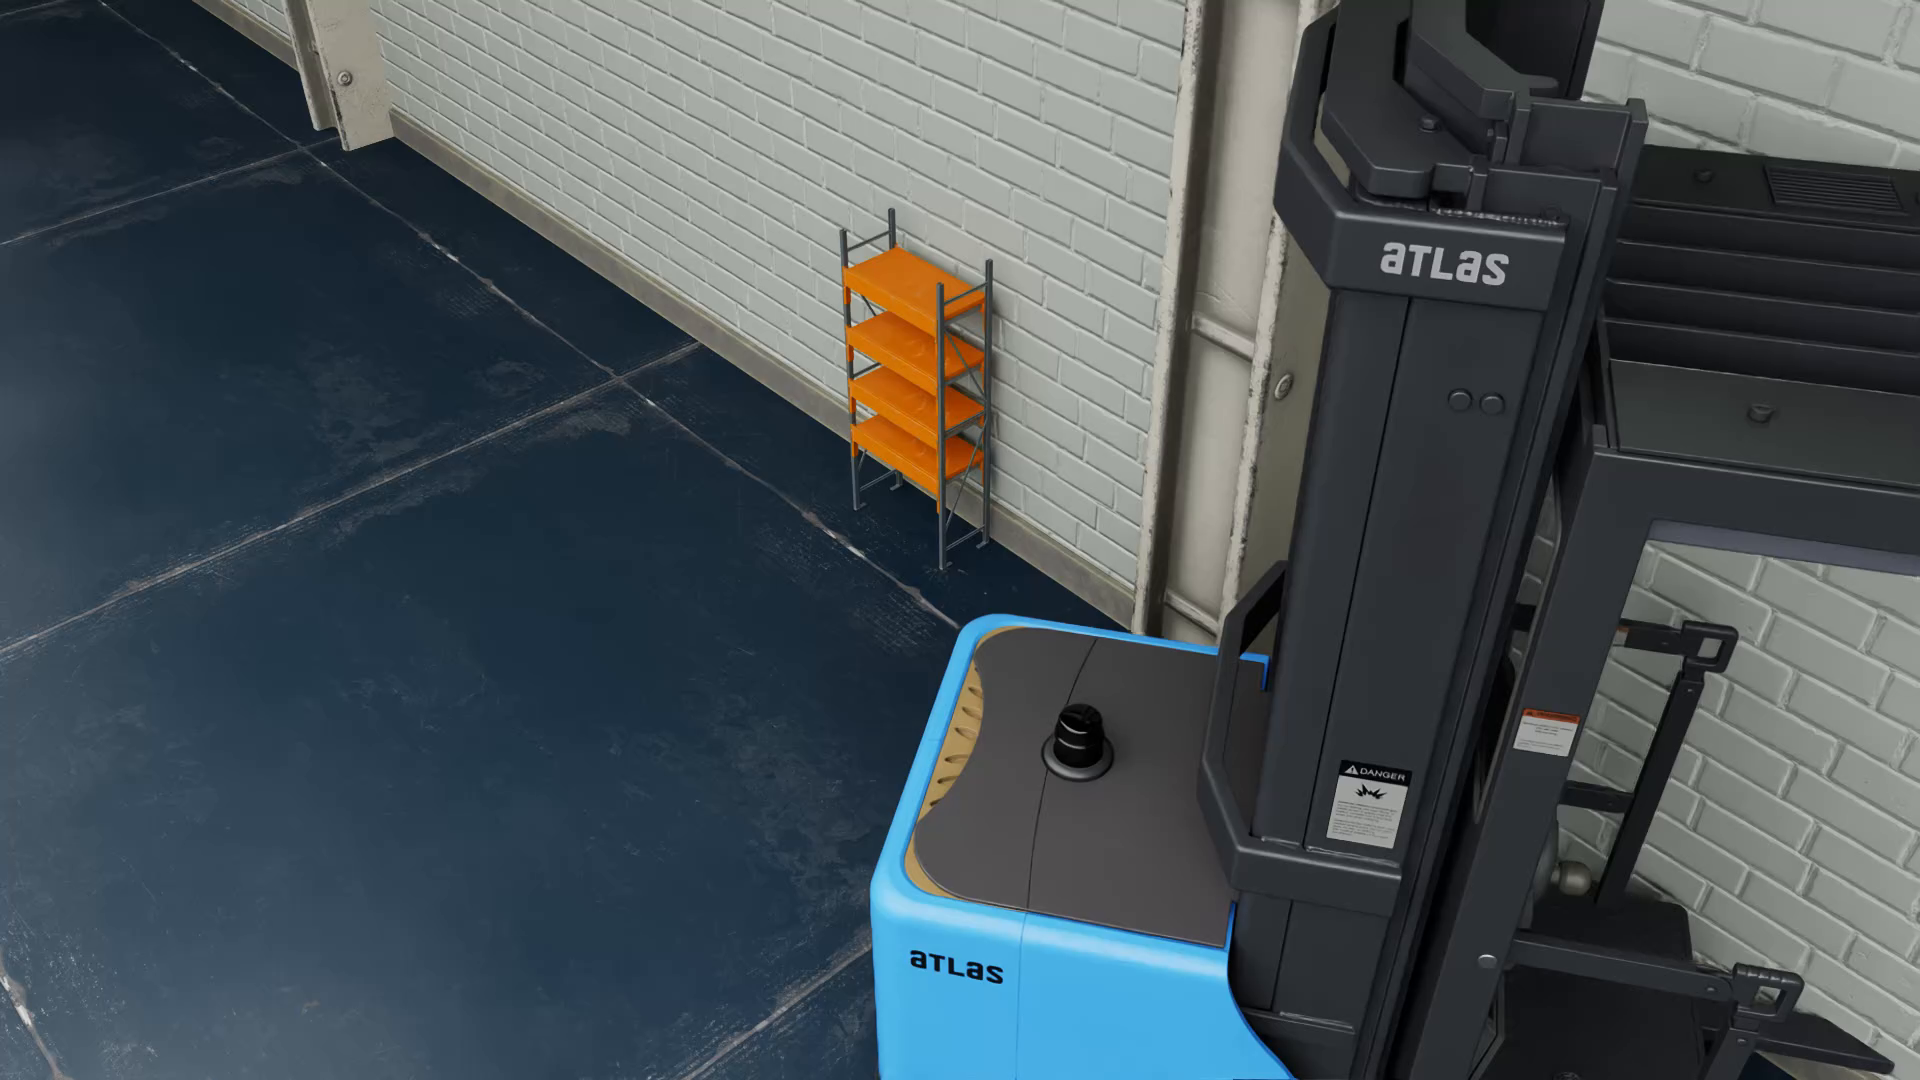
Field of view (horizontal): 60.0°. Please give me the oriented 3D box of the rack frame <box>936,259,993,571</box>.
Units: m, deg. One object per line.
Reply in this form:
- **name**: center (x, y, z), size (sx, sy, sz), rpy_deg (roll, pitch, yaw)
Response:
- **rack frame**: center (0.017, -0.409, 5.801), size (0.240, 1.200, 0.015), rpy_deg (-30, 48, -32)

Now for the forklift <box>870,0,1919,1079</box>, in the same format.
- **forklift**: center (1.361, 0.382, 3.444), size (3.031, 2.935, 1.130), rpy_deg (9, 40, 10)

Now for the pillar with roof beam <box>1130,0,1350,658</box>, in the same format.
- **pillar with roof beam**: center (-2.375, -1.107, 0.459), size (9.100, 9.000, 0.400), rpy_deg (-30, 48, -32)

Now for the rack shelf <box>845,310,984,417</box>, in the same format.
- **rack shelf**: center (-0.150, -0.642, 5.841), size (0.258, 0.148, 0.480), rpy_deg (-30, 48, -32)

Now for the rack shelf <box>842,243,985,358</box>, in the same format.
- **rack shelf**: center (-0.150, -0.826, 5.692), size (0.258, 0.148, 0.480), rpy_deg (-30, 48, -32)

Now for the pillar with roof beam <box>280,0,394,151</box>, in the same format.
- **pillar with roof beam**: center (-6.433, -3.884, 3.897), size (9.100, 9.000, 0.400), rpy_deg (-30, 48, -32)

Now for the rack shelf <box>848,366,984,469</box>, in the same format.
- **rack shelf**: center (-0.150, -0.468, 5.982), size (0.258, 0.148, 0.480), rpy_deg (-30, 48, -32)

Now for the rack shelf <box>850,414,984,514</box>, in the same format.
- **rack shelf**: center (-0.150, -0.314, 6.106), size (0.258, 0.148, 0.480), rpy_deg (-30, 48, -32)

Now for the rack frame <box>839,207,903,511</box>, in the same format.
- **rack frame**: center (-0.317, -0.633, 6.078), size (0.240, 1.200, 0.015), rpy_deg (-30, 48, -32)

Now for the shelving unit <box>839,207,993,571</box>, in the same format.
- **shelving unit**: center (-0.150, -0.521, 5.939), size (0.258, 1.200, 0.503), rpy_deg (-30, 48, -32)
